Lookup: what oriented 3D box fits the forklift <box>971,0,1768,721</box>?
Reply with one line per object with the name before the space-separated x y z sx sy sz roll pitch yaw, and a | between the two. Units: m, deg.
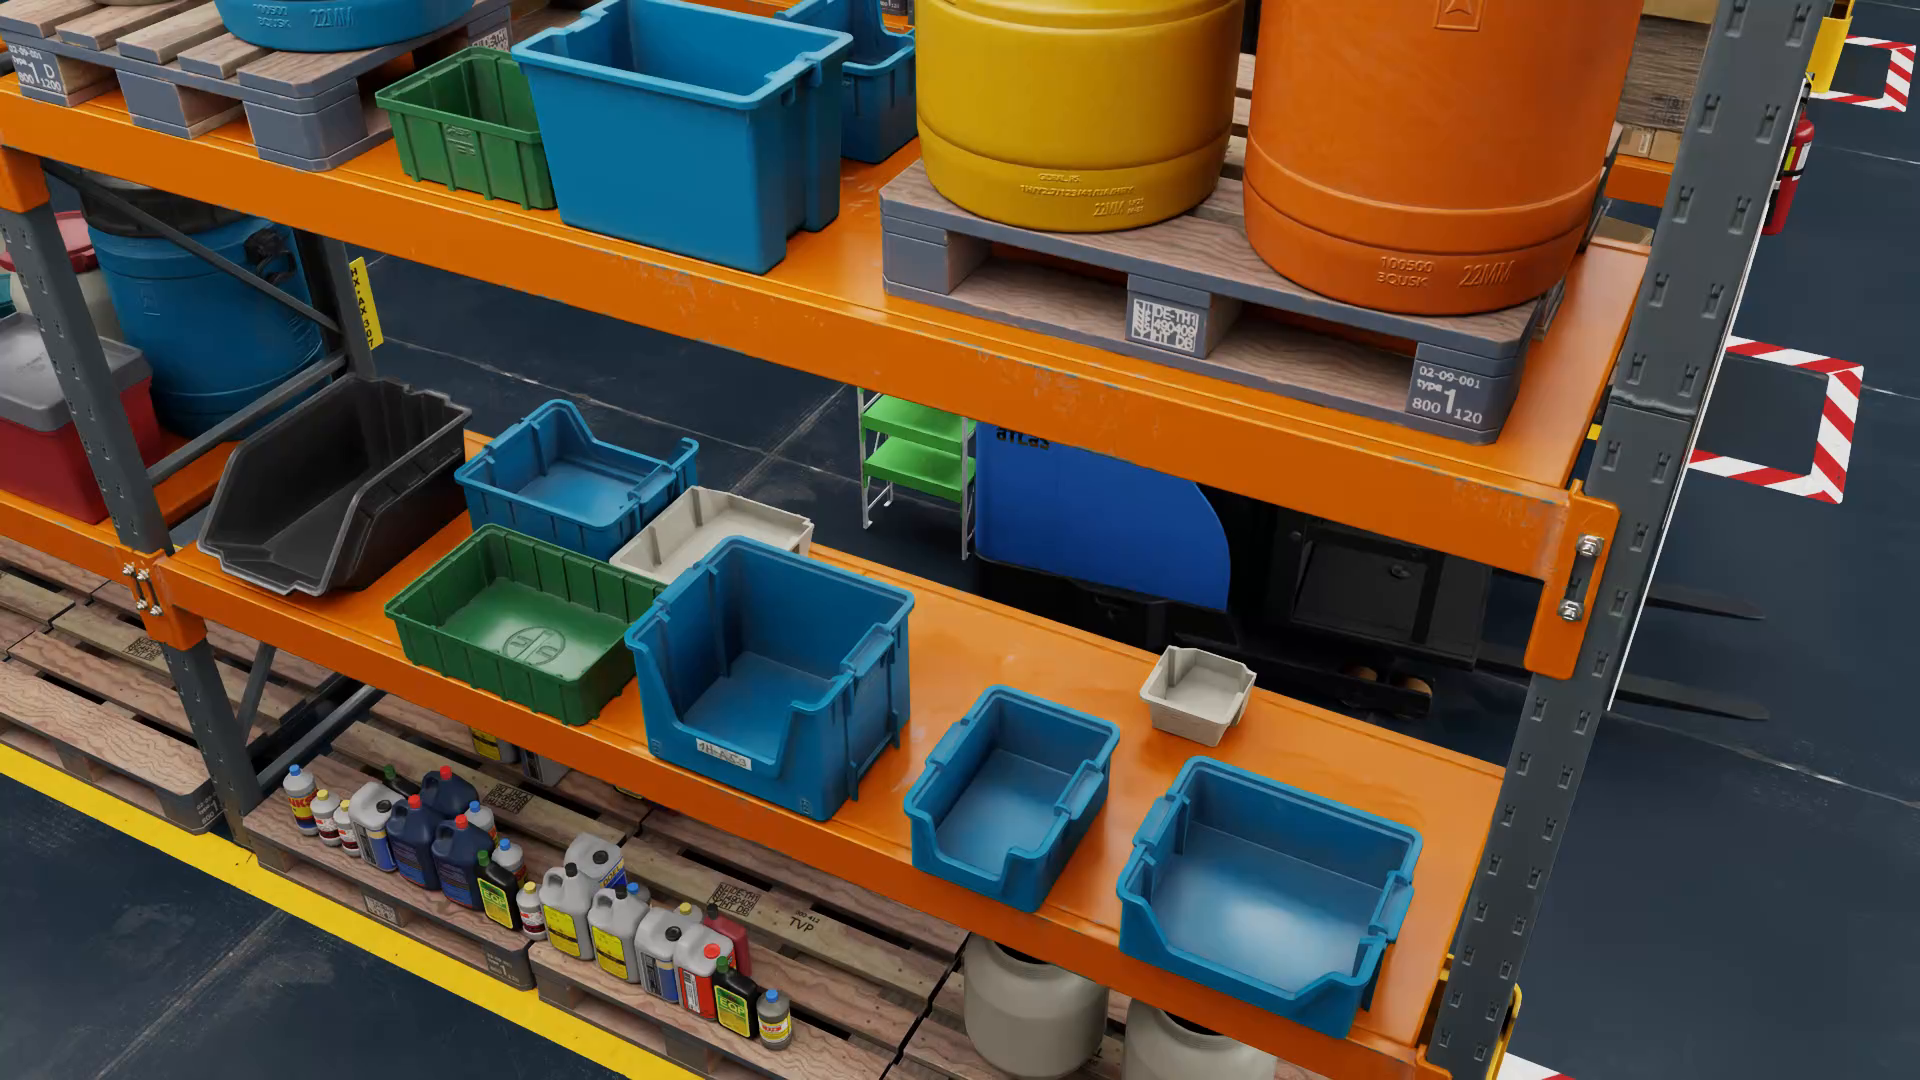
forklift | 1.619 -0.842 5.935 3.031 2.935 1.130 12 39 16

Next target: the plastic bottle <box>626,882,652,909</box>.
plastic bottle | -1.012 1.152 5.203 0.097 0.201 0.097 0 37 0

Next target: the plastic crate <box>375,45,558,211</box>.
plastic crate | -0.989 -0.906 3.657 0.450 0.188 0.336 17 41 21

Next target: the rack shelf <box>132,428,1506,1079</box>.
rack shelf | -0.489 0.462 4.755 4.000 0.370 1.077 17 41 21

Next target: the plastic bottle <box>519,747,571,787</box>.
plastic bottle | -1.436 0.693 5.744 0.135 0.276 0.152 17 41 21

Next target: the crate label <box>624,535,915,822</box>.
crate label | -0.472 0.351 4.277 0.616 0.435 0.502 17 41 21

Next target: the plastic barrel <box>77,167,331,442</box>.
plastic barrel | -2.469 -0.850 5.474 0.708 0.901 0.600 17 41 21

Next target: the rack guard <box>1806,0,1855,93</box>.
rack guard | 5.957 -3.560 11.526 0.348 0.500 1.175 17 41 21

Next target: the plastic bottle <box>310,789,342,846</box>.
plastic bottle | -2.094 0.911 5.519 0.097 0.201 0.097 0 37 0

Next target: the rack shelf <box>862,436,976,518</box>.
rack shelf | -0.147 -0.282 7.132 0.480 0.148 0.258 17 41 21

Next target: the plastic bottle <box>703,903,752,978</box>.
plastic bottle | -0.709 1.221 5.043 0.133 0.283 0.061 17 41 21

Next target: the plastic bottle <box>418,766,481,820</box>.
plastic bottle | -1.673 0.869 5.451 0.185 0.351 0.144 17 41 21

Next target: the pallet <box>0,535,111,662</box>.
pallet | -4.068 0.194 6.820 1.213 0.211 1.003 17 41 21

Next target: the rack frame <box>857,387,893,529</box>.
rack frame | -0.364 -0.592 7.037 0.015 1.200 0.240 17 41 21

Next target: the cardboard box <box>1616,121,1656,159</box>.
cardboard box | 2.995 -1.866 7.435 0.250 0.149 0.380 17 41 21

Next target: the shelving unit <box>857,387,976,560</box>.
shelving unit | -0.147 -0.524 6.948 0.503 1.200 0.258 17 41 21

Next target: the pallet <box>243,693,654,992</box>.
pallet | -1.688 0.939 5.838 1.213 0.211 1.003 17 41 21

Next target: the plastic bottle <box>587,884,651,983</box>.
plastic bottle | -1.029 1.169 5.056 0.185 0.351 0.144 19 41 23

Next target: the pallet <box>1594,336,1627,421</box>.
pallet | 2.792 -1.083 8.502 1.213 0.211 1.003 17 41 21

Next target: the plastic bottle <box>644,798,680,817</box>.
plastic bottle | -1.010 0.798 5.600 0.133 0.283 0.061 17 41 21

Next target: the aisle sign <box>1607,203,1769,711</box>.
aisle sign | 1.214 -0.124 2.783 0.004 0.787 0.394 17 41 21

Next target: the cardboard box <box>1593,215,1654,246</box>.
cardboard box | 3.018 -1.282 8.178 0.500 0.500 0.500 25 44 29

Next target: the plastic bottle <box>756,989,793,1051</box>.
plastic bottle | -0.546 1.396 4.881 0.097 0.201 0.097 0 37 0

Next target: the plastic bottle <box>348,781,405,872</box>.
plastic bottle | -1.884 0.928 5.435 0.135 0.276 0.152 19 41 23

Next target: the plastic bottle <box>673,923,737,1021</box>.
plastic bottle | -0.757 1.281 4.970 0.135 0.276 0.152 18 41 22

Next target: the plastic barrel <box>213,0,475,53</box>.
plastic barrel | -1.431 -1.608 3.644 0.708 0.901 0.600 17 41 21

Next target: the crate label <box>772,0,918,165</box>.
crate label | -0.224 -1.102 3.862 0.408 0.251 0.502 17 41 21

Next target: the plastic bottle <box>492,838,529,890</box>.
plastic bottle | -1.424 1.052 5.276 0.097 0.271 0.097 0 37 0

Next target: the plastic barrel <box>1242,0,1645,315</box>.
plastic barrel | 0.797 -0.868 2.729 0.708 0.830 0.600 17 41 21

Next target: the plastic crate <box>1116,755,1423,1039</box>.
plastic crate | 0.705 0.813 3.822 0.616 0.251 0.499 17 41 21

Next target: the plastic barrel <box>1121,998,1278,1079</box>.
plastic barrel | 0.667 1.414 4.617 0.421 0.512 0.421 0 37 0

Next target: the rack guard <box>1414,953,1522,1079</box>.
rack guard | 1.198 1.732 4.555 0.348 0.500 1.175 17 41 21

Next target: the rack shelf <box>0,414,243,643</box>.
rack shelf | -4.041 -0.650 6.220 4.000 0.370 1.077 17 41 21

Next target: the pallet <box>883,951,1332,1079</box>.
pallet | 0.479 1.618 4.944 1.213 0.211 1.003 17 41 21

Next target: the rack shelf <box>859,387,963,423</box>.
rack shelf | -0.147 -0.664 6.841 0.480 0.148 0.258 17 41 21

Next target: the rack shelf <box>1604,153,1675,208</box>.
rack shelf | 1.788 -2.197 8.258 4.000 0.370 1.077 17 41 21

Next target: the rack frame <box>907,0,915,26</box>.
rack frame | 0.013 -3.040 8.773 0.127 3.000 1.000 17 41 21

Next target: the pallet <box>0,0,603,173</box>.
pallet | -1.580 -1.352 4.225 1.003 0.211 1.213 17 41 21

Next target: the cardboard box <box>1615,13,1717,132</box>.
cardboard box | 3.089 -2.253 7.409 0.500 0.500 0.875 17 41 21

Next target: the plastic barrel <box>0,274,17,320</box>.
plastic barrel | -3.370 -0.776 5.905 0.301 0.262 0.301 0 37 0

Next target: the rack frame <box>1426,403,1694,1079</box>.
rack frame | 1.287 0.732 3.805 0.127 3.000 1.000 17 41 21

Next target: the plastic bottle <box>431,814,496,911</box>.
plastic bottle | -1.572 0.999 5.280 0.185 0.351 0.144 16 40 20

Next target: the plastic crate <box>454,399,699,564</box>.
plastic crate | -1.158 -0.159 5.102 0.616 0.251 0.499 17 41 21

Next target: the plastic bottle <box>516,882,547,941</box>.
plastic bottle | -1.331 1.150 5.205 0.097 0.201 0.097 0 37 0

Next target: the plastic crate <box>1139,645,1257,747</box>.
plastic crate | 0.640 0.415 4.440 0.250 0.136 0.298 17 41 21
